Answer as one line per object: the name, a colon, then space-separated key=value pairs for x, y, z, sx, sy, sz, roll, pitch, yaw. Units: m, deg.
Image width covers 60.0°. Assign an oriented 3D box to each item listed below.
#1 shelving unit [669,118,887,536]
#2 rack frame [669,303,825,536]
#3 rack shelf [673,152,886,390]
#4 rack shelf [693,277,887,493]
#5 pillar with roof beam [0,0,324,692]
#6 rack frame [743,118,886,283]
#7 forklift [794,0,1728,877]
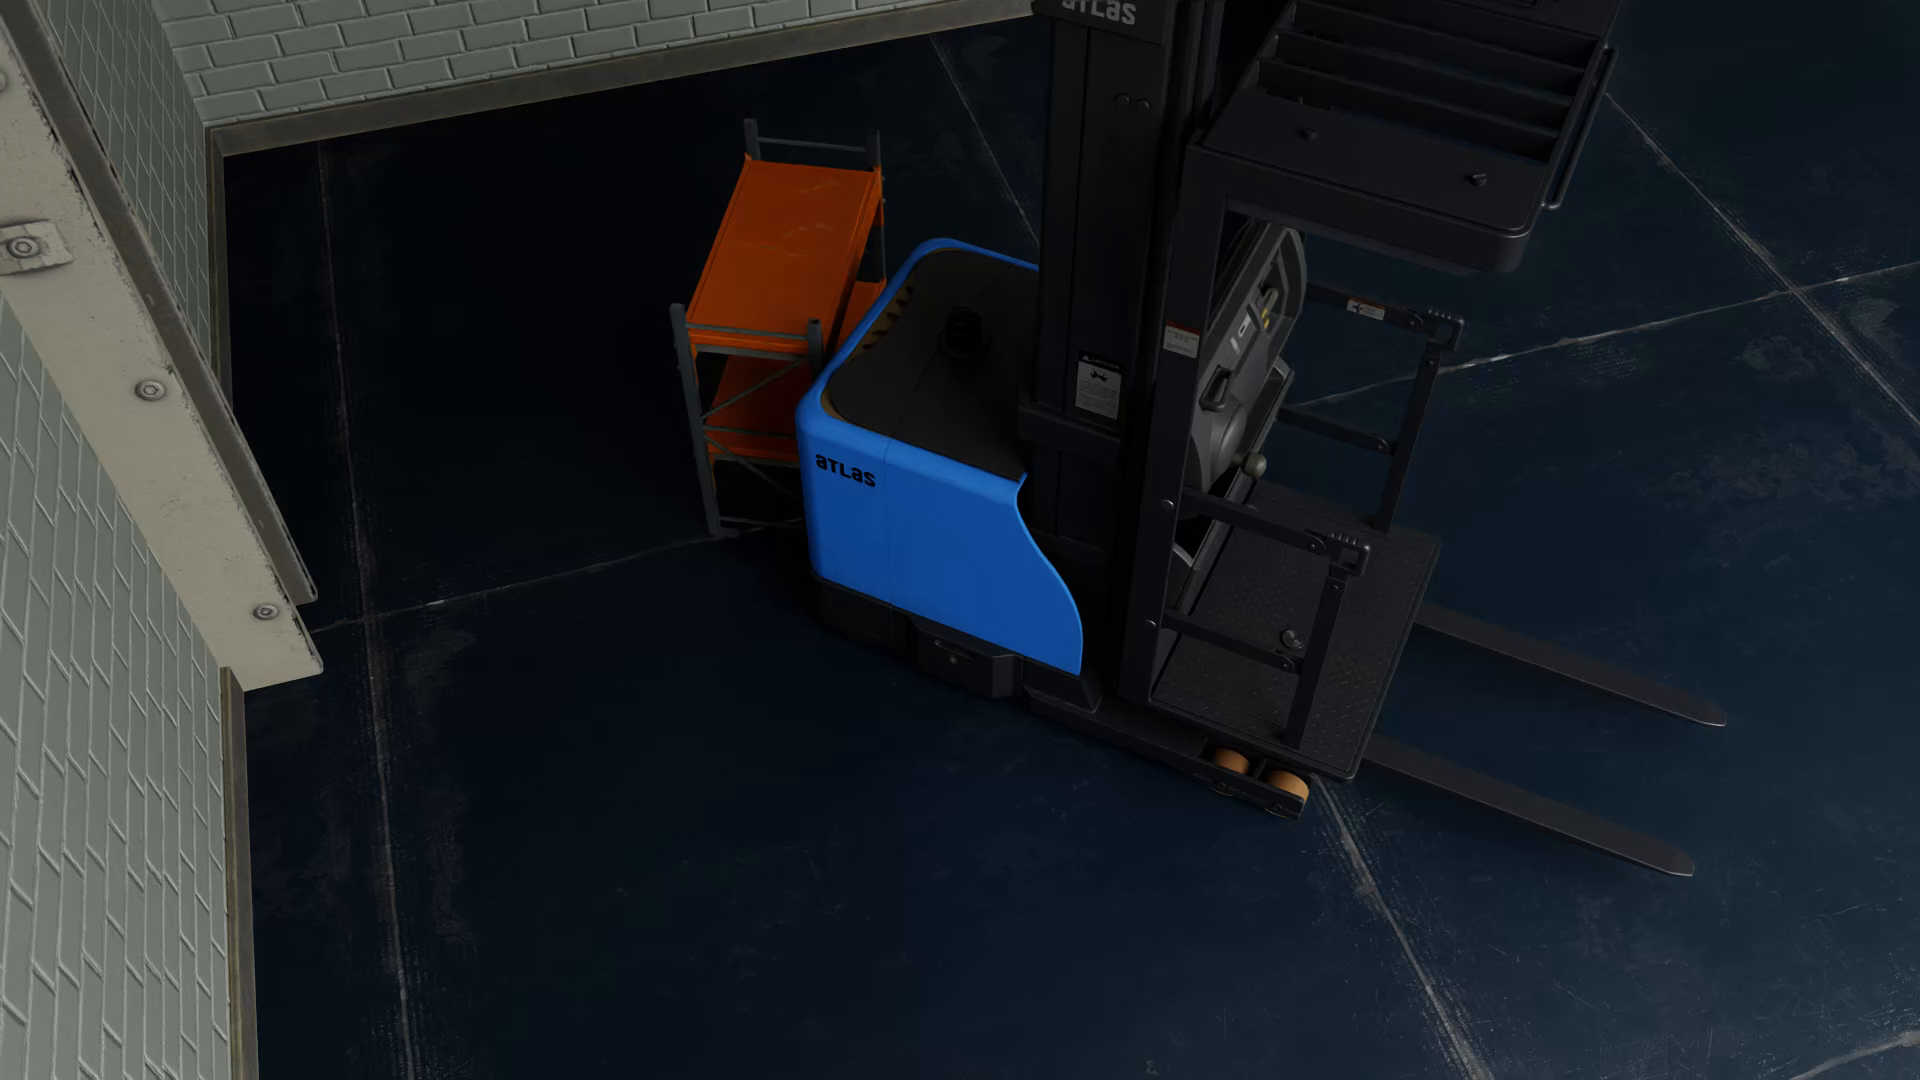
shelving unit: x=-0.620 y=-0.756 z=6.151 sx=0.538 sy=1.125 sz=1.048 roll=7 pitch=50 yaw=6
rack frame: x=-0.699 y=-0.372 z=5.828 sx=0.500 sy=1.125 sz=0.032 roll=7 pitch=50 yaw=6
rack shelf: x=-0.620 y=-0.944 z=5.927 sx=0.538 sy=0.278 sz=1.000 roll=7 pitch=50 yaw=6
rack shelf: x=-0.620 y=-0.598 z=6.338 sx=0.538 sy=0.278 sz=1.000 roll=7 pitch=50 yaw=6
pillar with roof beam: x=1.665 y=-3.517 z=3.329 sx=9.100 sy=9.000 sz=0.400 roll=-13 pitch=51 yaw=-11
rack frame: x=-0.542 y=-1.140 z=6.475 sx=0.500 sy=1.125 sz=0.032 roll=7 pitch=50 yaw=6
forklift: x=1.020 y=-0.500 z=4.754 sx=3.031 sy=2.935 sz=1.130 roll=20 pitch=53 yaw=16
